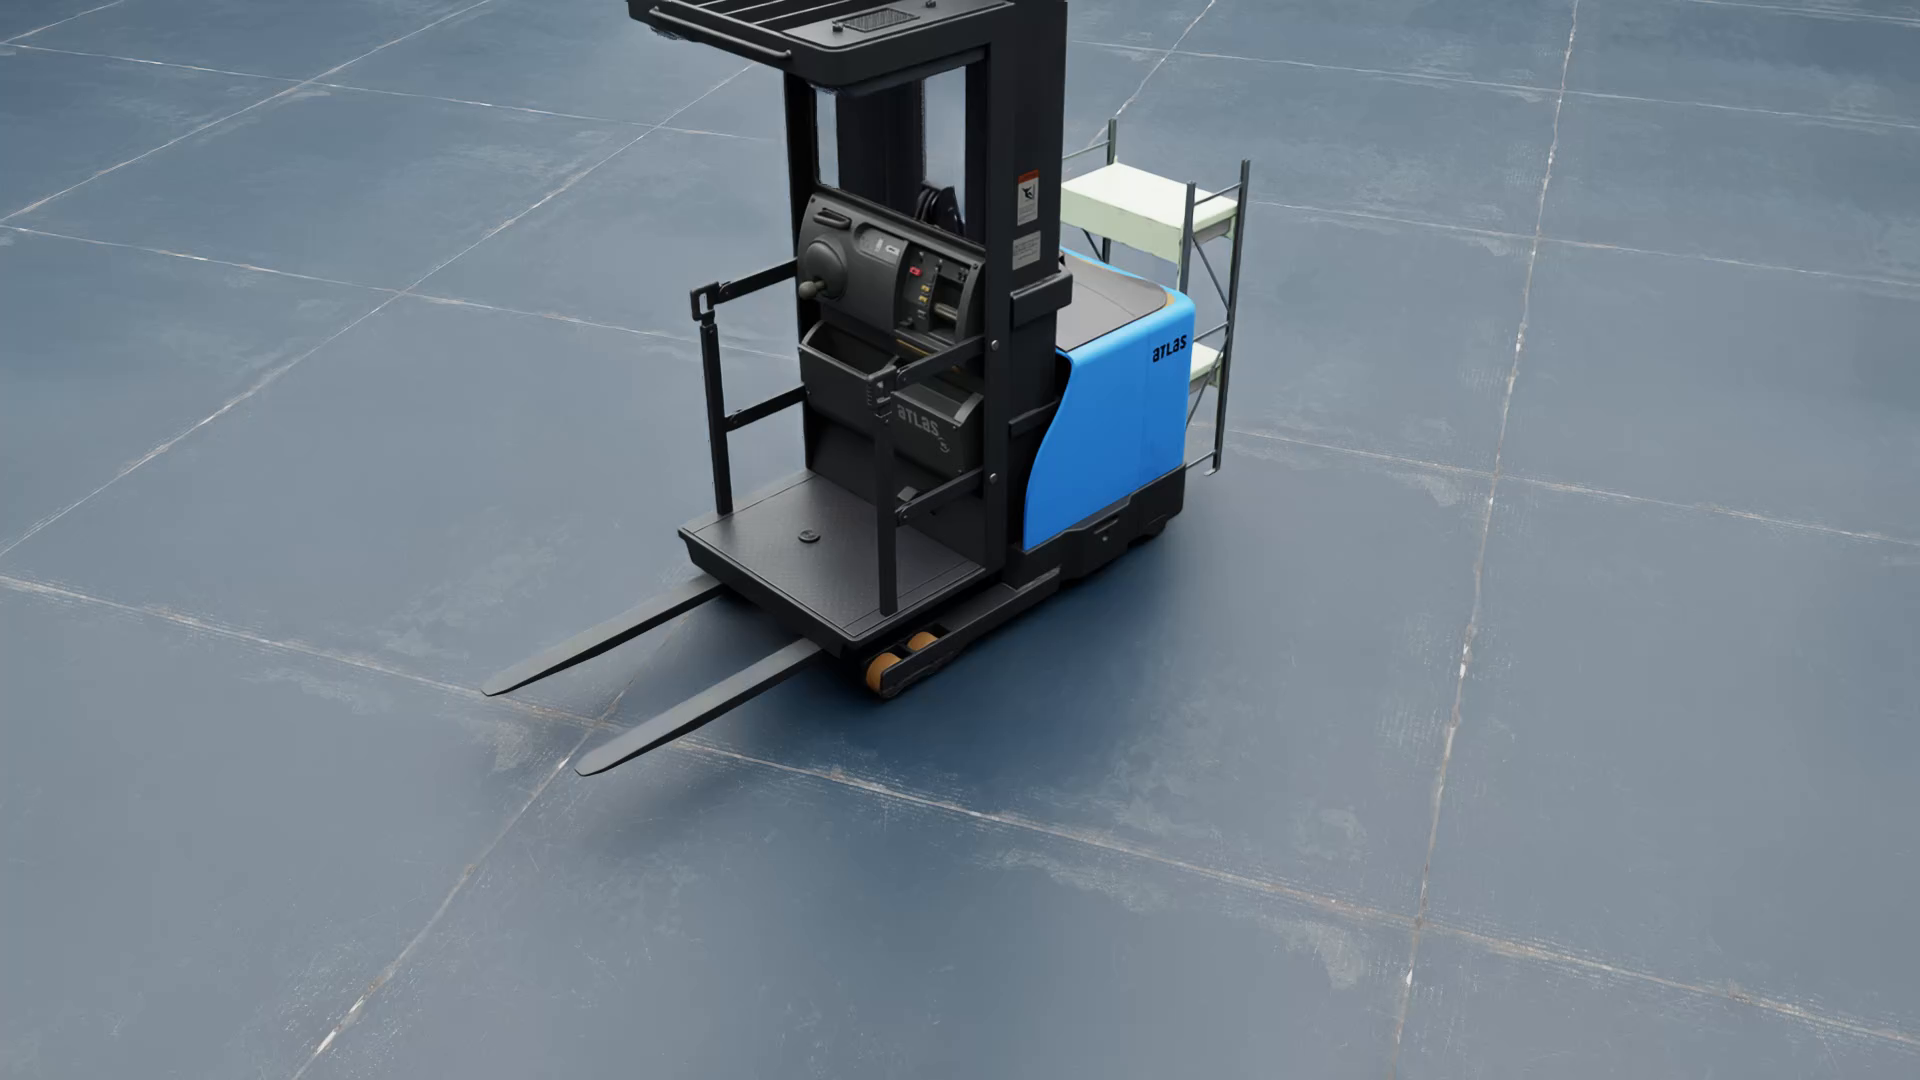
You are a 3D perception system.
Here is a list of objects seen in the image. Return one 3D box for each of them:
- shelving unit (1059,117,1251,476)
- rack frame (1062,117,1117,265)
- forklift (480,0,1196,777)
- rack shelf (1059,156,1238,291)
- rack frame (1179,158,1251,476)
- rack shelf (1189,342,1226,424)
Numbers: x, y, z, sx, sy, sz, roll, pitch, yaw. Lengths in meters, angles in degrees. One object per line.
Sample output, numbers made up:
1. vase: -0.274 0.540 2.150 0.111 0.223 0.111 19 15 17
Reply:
1. shelving unit: 0.808 -1.029 7.461 0.431 1.500 0.755 -28 42 -36
2. rack frame: 0.549 -1.169 7.678 0.400 1.500 0.023 -28 42 -36
3. forklift: -0.421 -0.951 6.020 3.031 2.935 1.130 -28 42 -36
4. rack shelf: 0.808 -1.357 7.249 0.431 0.370 0.720 -28 42 -36
5. rack frame: 1.066 -0.888 7.243 0.400 1.500 0.023 -28 42 -36
6. rack shelf: 0.808 -0.755 7.638 0.431 0.370 0.720 -28 42 -36
